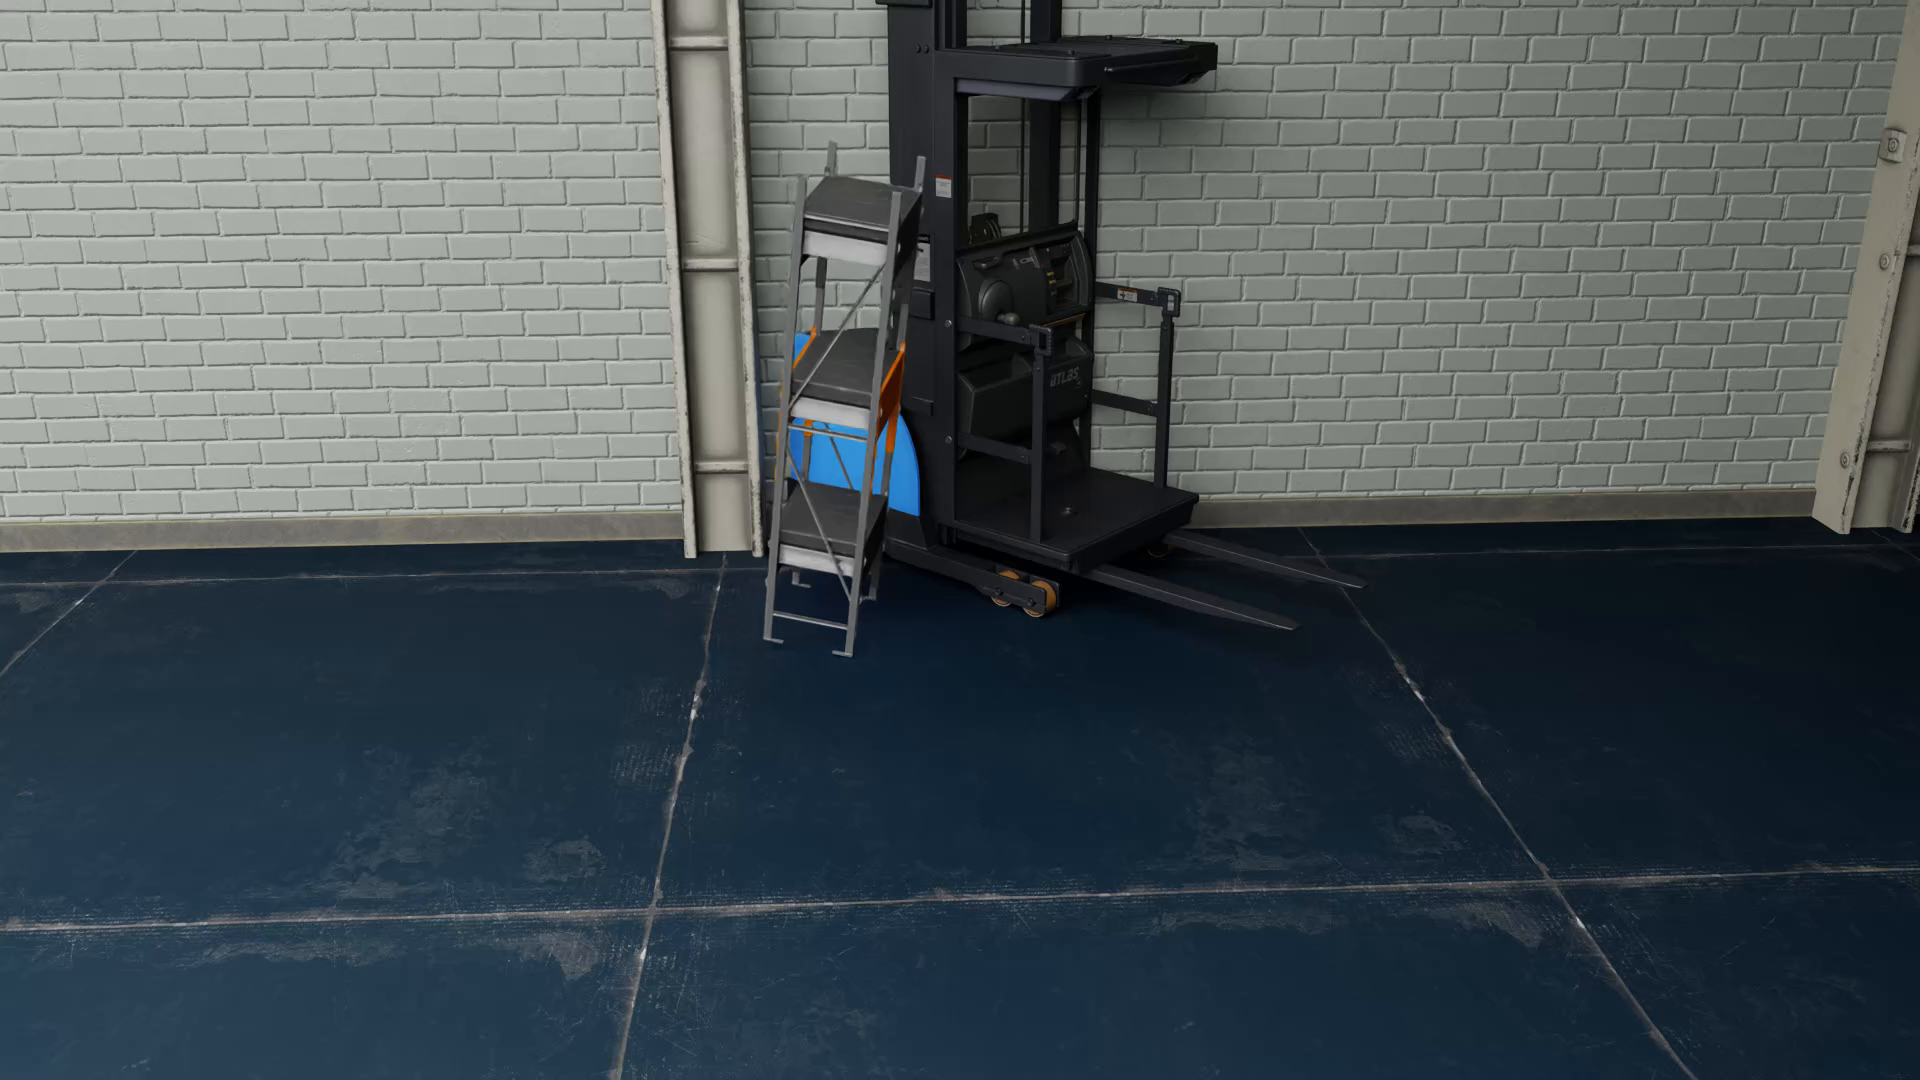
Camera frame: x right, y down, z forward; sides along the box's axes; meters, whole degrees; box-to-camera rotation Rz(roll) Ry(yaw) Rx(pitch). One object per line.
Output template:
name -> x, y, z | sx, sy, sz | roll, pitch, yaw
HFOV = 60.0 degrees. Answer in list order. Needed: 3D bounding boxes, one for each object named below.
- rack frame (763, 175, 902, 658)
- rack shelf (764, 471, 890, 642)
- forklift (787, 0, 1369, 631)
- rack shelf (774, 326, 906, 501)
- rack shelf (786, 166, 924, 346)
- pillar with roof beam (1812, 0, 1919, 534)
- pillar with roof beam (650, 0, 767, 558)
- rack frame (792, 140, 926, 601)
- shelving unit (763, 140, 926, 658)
rack frame -> -0.539, -0.431, 6.758 | 0.400, 2.100, 0.015 | 11, 30, 5
rack shelf -> -0.584, 0.068, 7.322 | 0.431, 0.518, 0.480 | 11, 30, 5
forklift -> 0.475, -1.224, 7.718 | 3.031, 2.935, 1.130 | 17, 27, 38
rack shelf -> -0.500, -0.535, 6.976 | 0.431, 0.518, 0.480 | 11, 30, 5
rack shelf -> -0.416, -1.137, 6.629 | 0.431, 0.518, 0.480 | 11, 30, 5
pillar with roof beam -> 5.039, -2.766, 3.240 | 0.400, 9.000, 9.100 | -1, 21, -3
pillar with roof beam -> -0.951, -2.644, 2.919 | 0.400, 9.000, 9.100 | -1, 21, -3
rack frame -> -0.457, -0.662, 7.180 | 0.400, 2.100, 0.015 | 11, 30, 5
shelving unit -> -0.498, -0.546, 6.969 | 0.431, 2.100, 0.503 | 11, 30, 5
